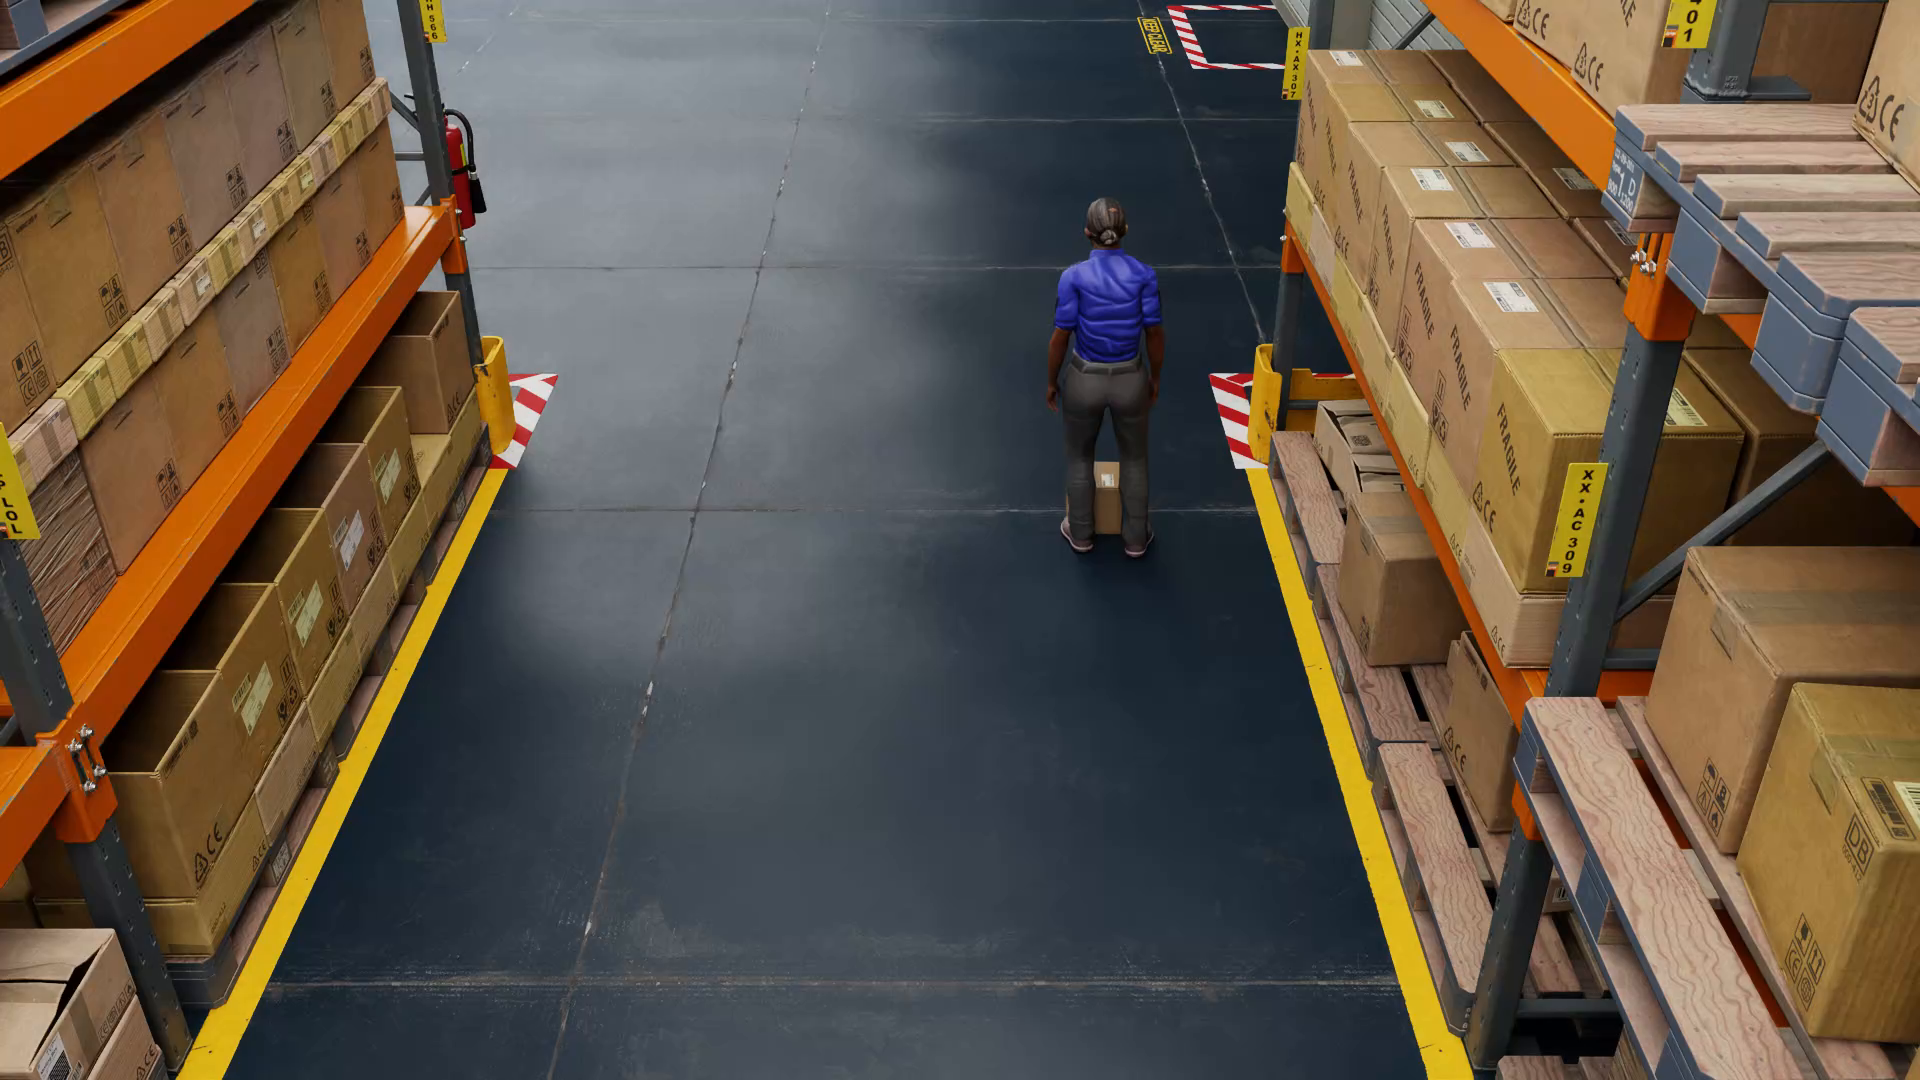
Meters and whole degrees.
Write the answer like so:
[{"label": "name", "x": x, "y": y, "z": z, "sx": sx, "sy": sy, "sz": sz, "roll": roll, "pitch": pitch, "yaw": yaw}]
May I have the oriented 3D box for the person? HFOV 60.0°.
[{"label": "person", "x": 0.638, "y": -0.688, "z": 7.251, "sx": 0.529, "sy": 1.656, "sz": 0.395, "roll": -1, "pitch": 32, "yaw": -2}]
